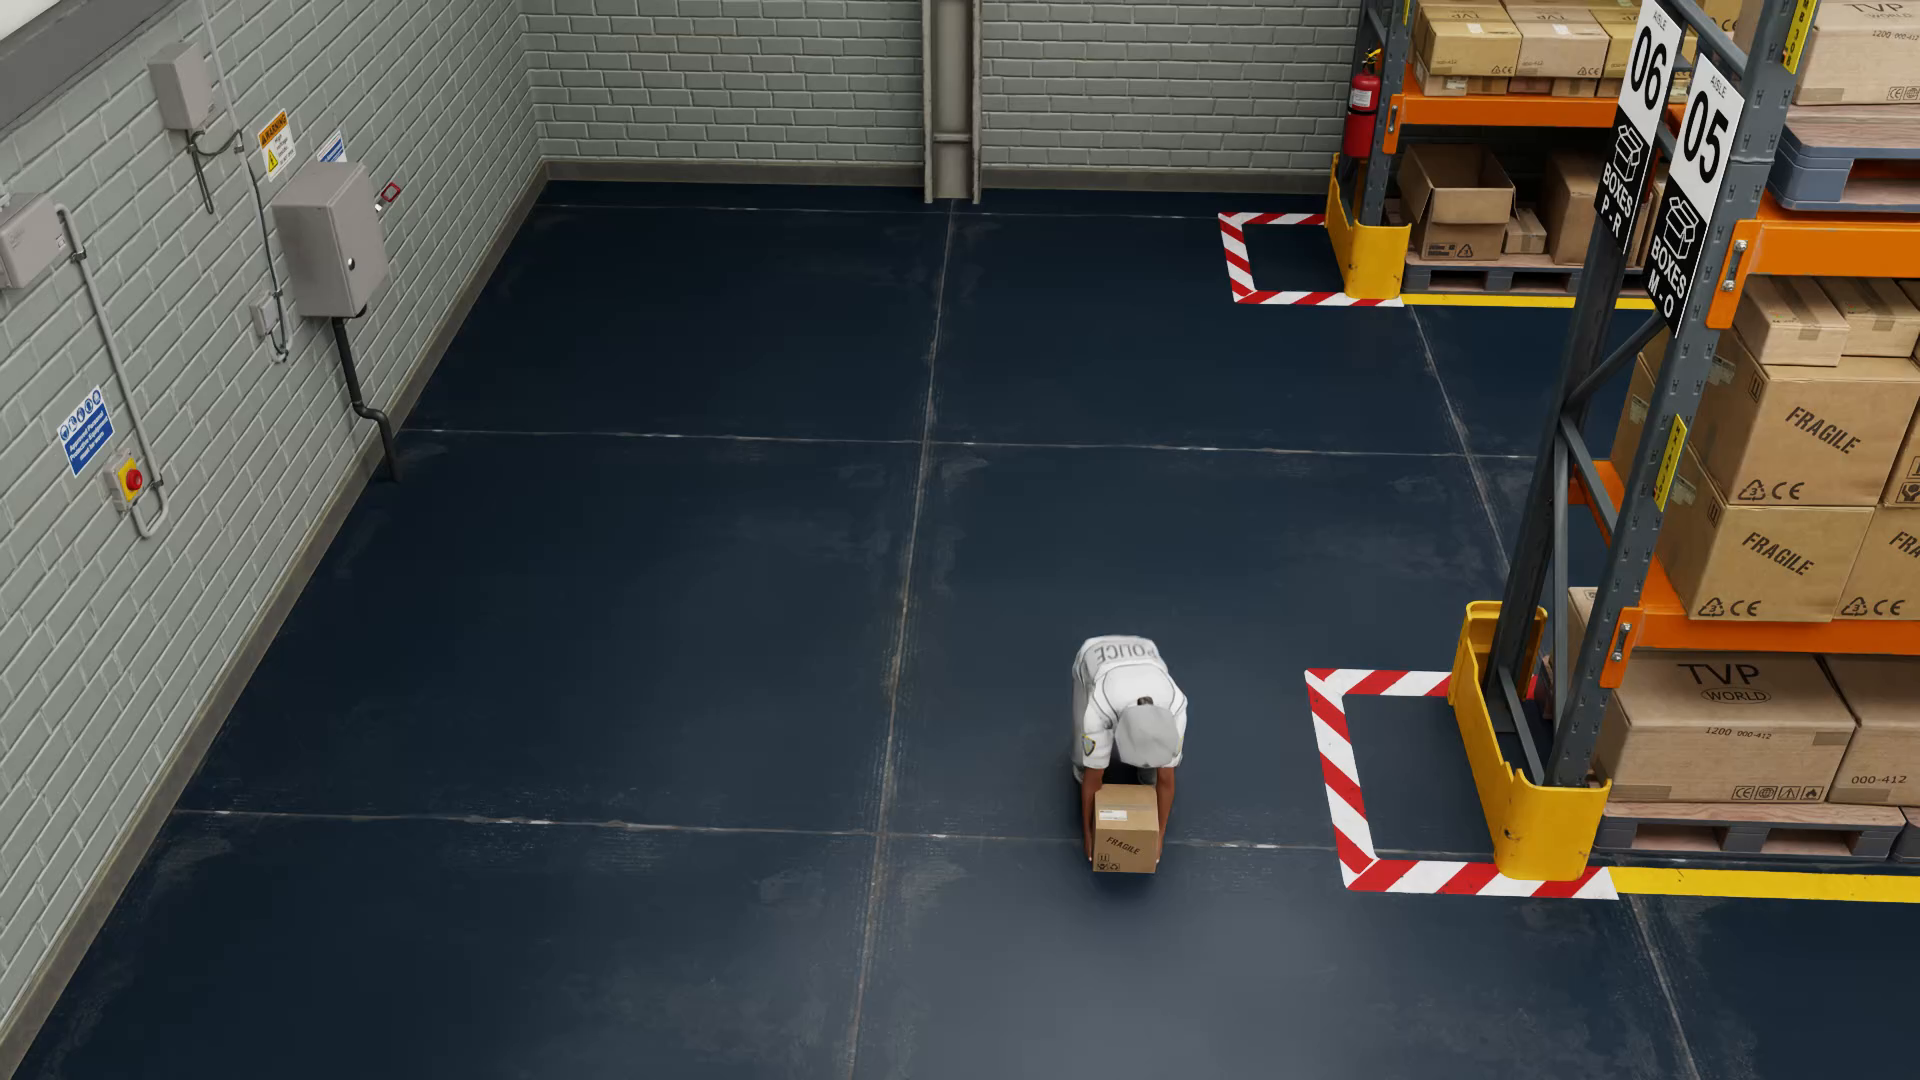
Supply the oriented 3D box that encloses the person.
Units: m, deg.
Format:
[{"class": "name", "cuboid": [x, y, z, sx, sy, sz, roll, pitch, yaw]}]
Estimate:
[{"class": "person", "cuboid": [0.682, 0.789, 6.832, 0.465, 0.817, 0.908, 1, 36, 1]}]
